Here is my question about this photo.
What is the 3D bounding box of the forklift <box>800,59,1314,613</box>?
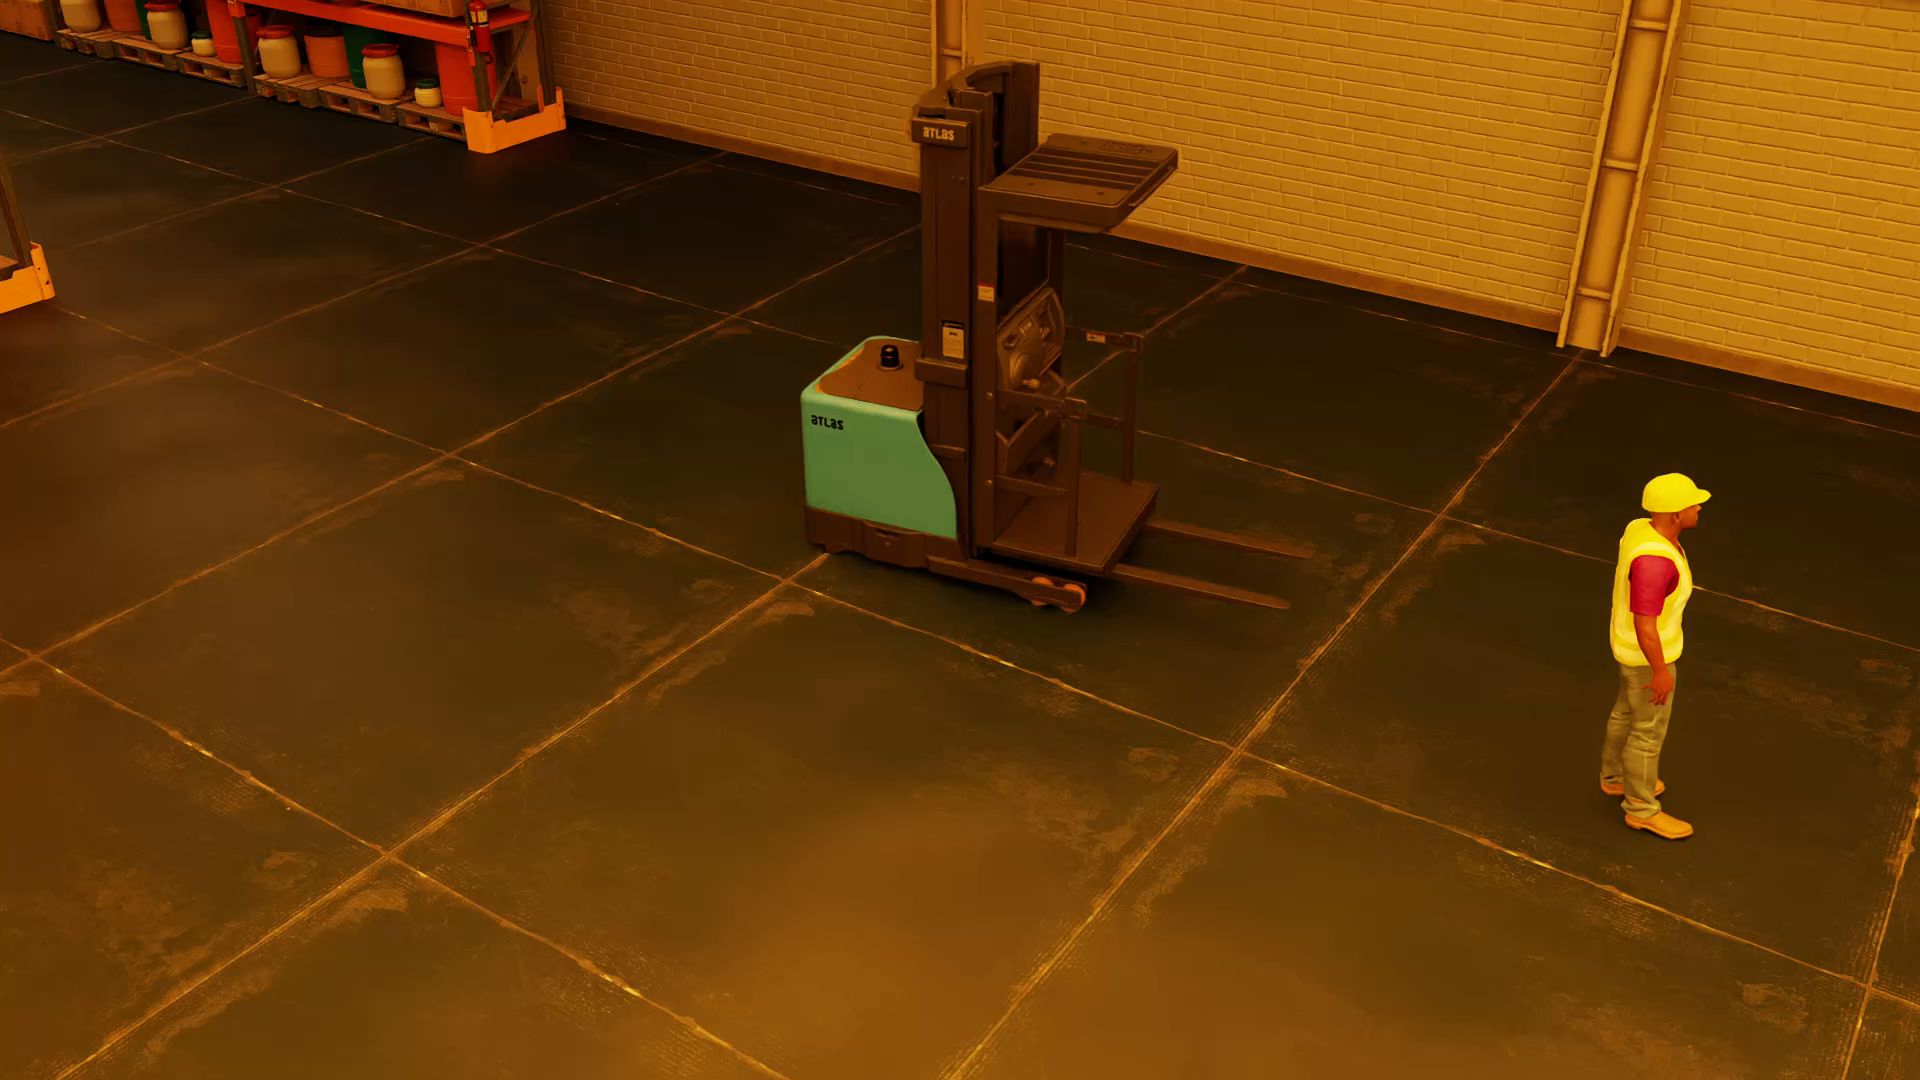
[{"bbox_3d":[0.594,-1.146,9.554,3.031,2.935,1.130,12,32,20],"label":"forklift"}]

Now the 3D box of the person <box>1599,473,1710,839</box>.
[{"bbox_3d":[3.321,0.509,7.853,0.565,1.768,0.665,8,31,13],"label":"person"}]
